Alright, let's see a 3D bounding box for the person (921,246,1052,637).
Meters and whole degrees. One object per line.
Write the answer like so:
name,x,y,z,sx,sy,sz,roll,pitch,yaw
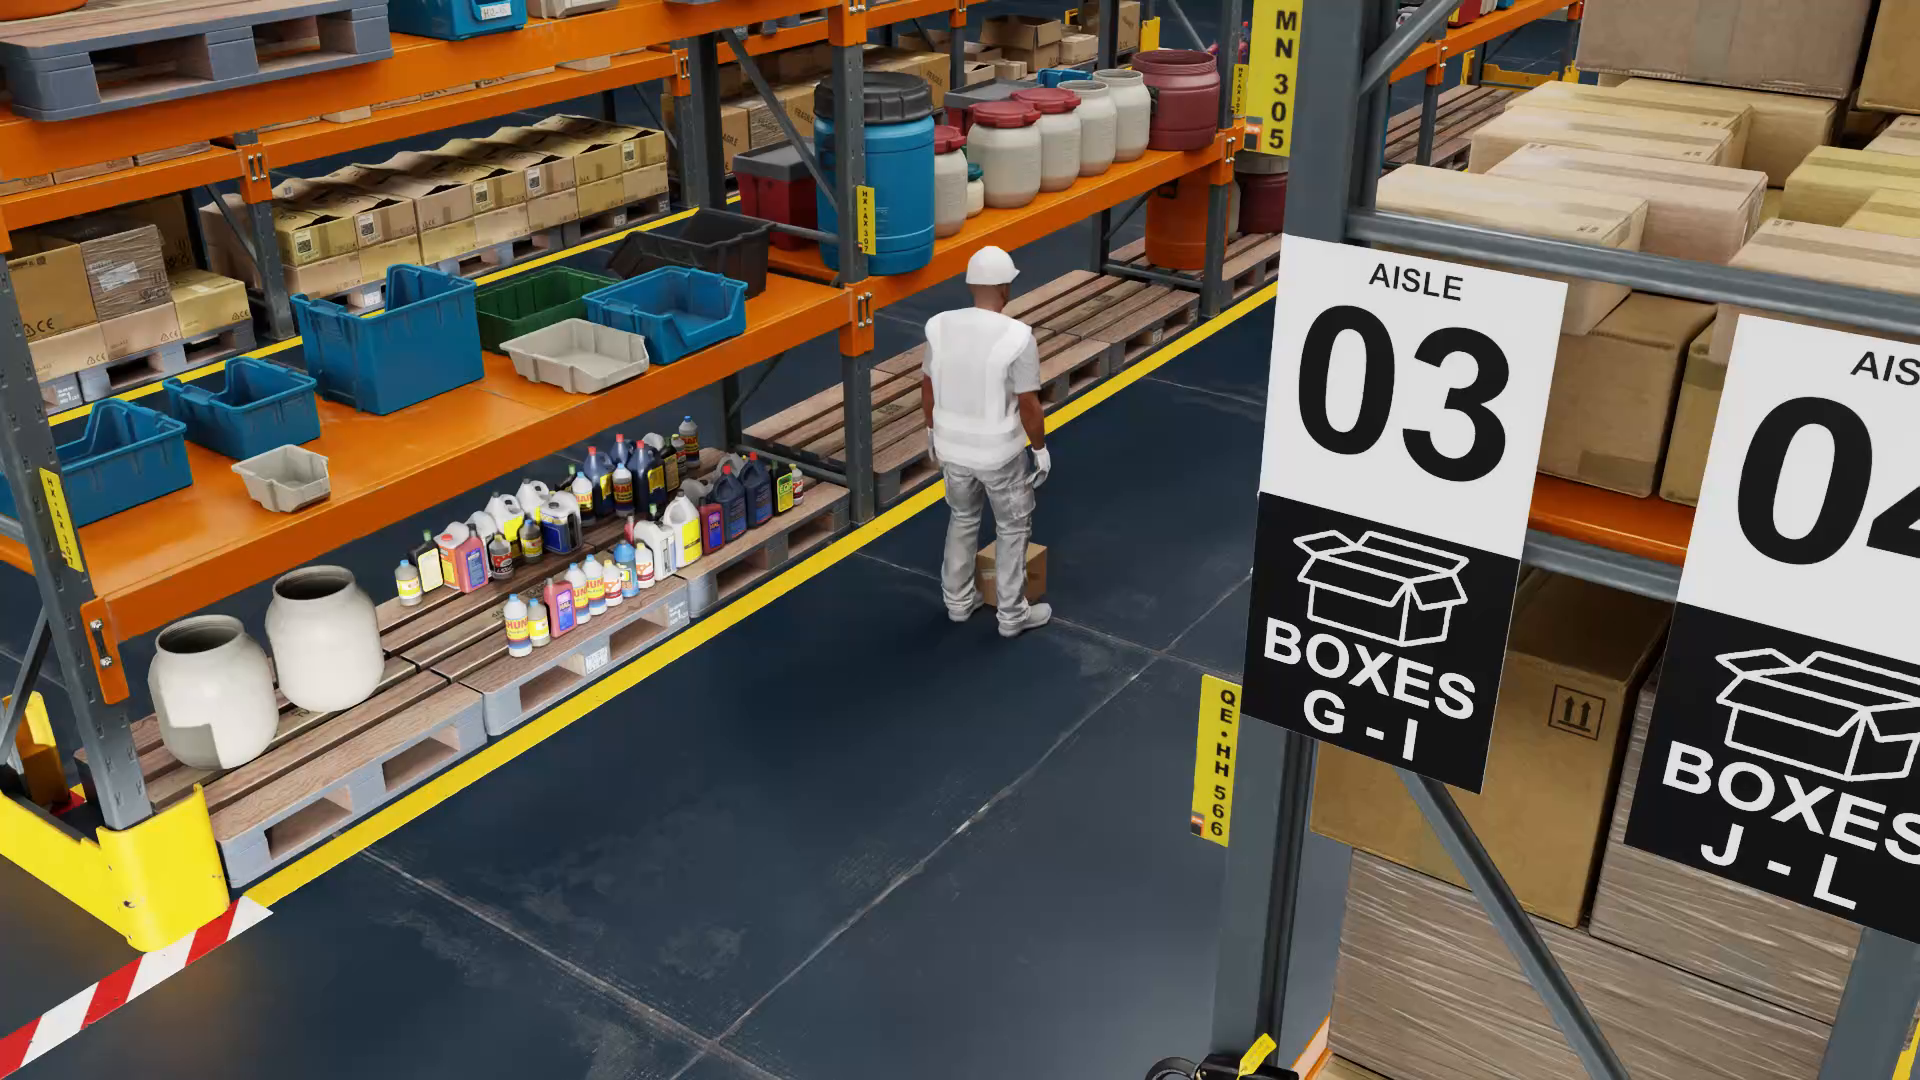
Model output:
person,0.121,-0.430,7.461,0.618,1.772,0.451,15,31,28
